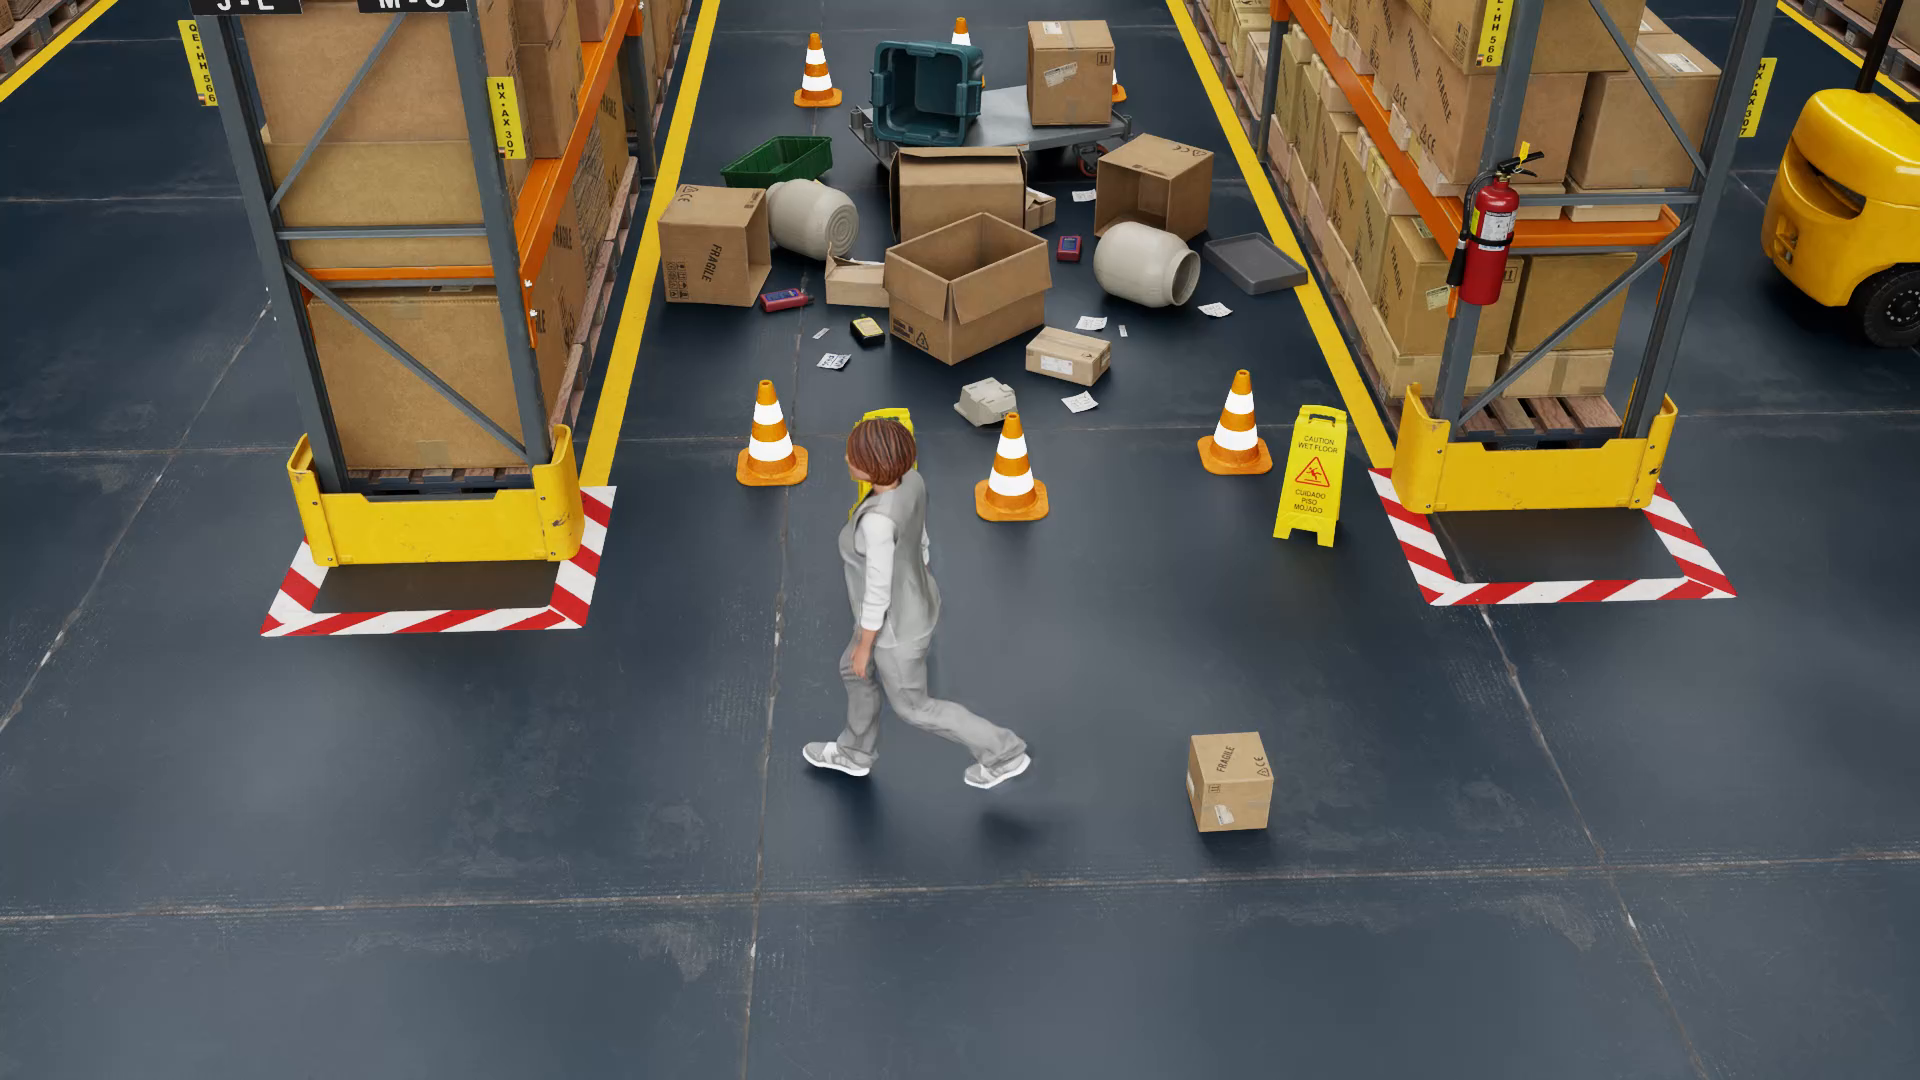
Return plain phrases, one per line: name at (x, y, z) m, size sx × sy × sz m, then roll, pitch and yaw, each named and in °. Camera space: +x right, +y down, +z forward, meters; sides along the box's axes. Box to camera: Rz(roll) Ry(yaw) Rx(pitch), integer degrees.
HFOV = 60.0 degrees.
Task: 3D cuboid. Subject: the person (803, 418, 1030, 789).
person at (-0.174, 0.277, 5.759) m, size 0.877 × 1.554 × 0.428 m, roll 5°, pitch 36°, yaw 7°
